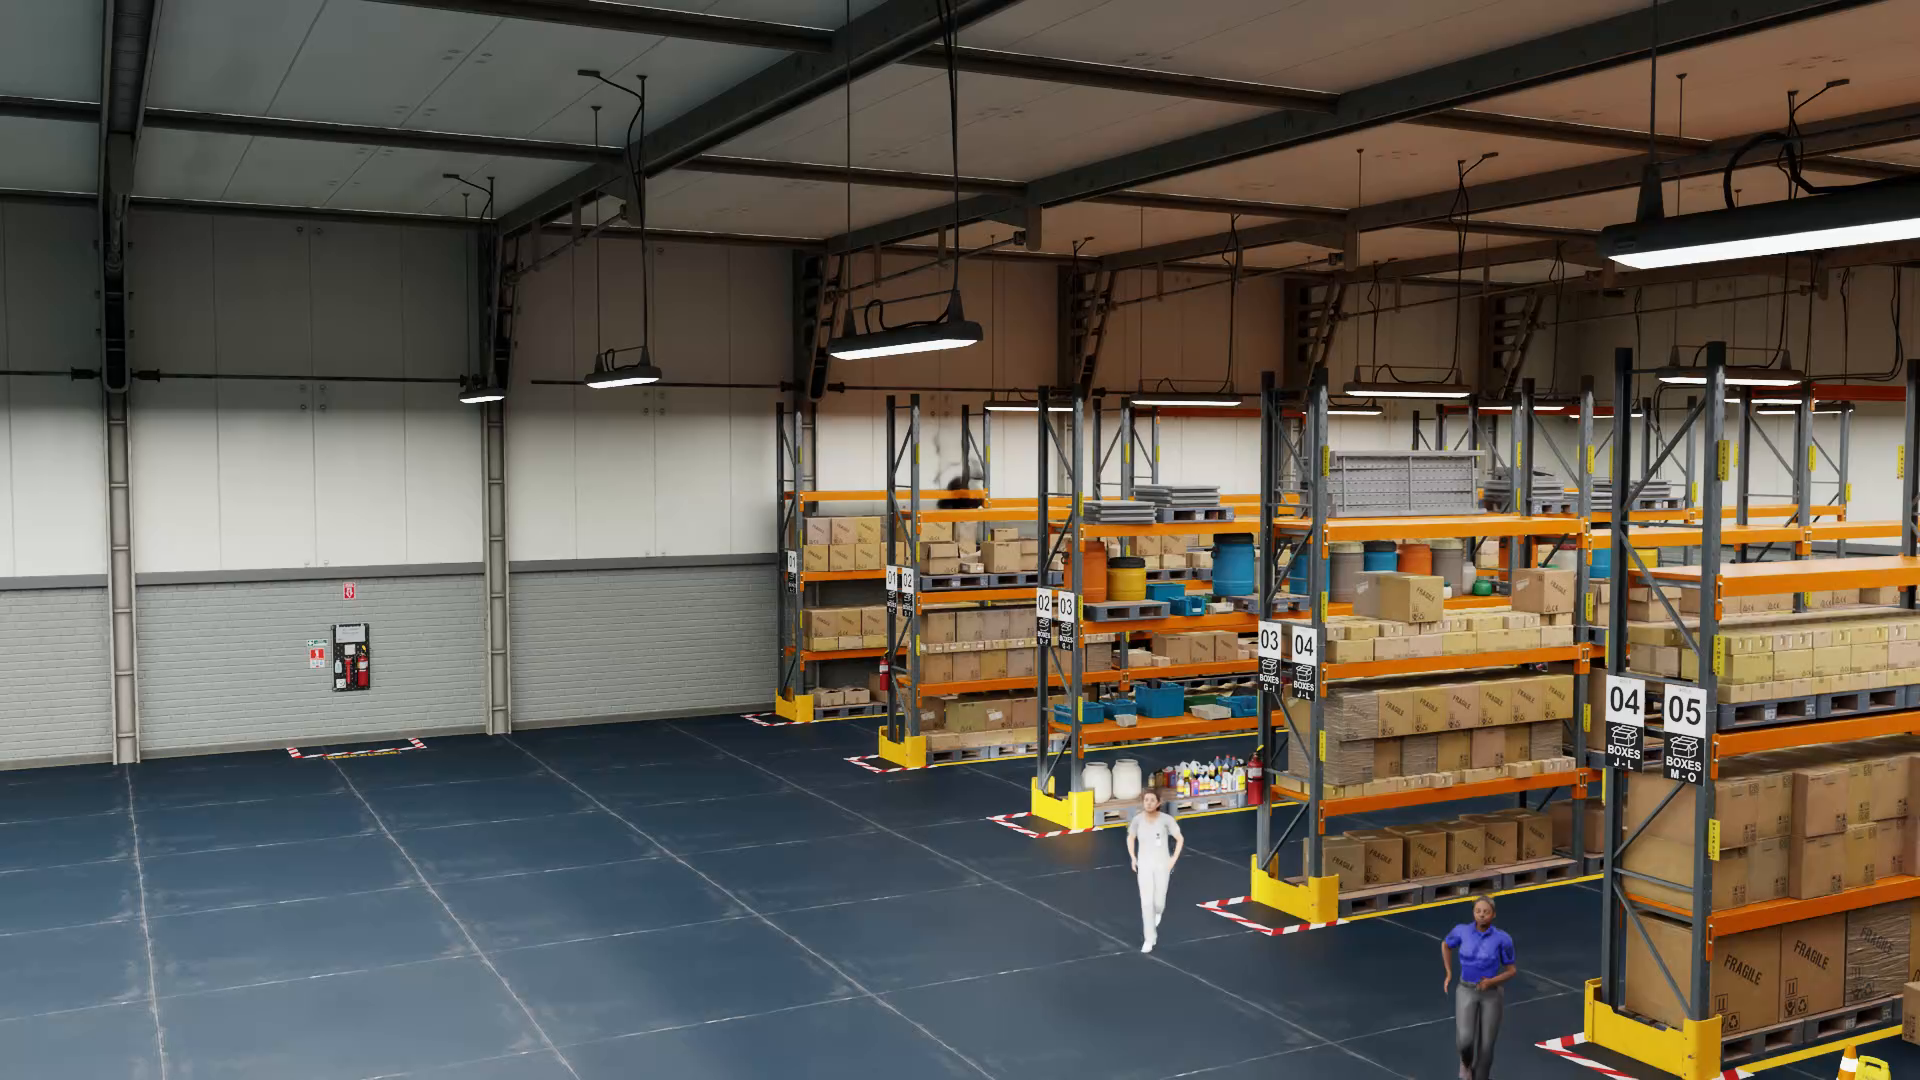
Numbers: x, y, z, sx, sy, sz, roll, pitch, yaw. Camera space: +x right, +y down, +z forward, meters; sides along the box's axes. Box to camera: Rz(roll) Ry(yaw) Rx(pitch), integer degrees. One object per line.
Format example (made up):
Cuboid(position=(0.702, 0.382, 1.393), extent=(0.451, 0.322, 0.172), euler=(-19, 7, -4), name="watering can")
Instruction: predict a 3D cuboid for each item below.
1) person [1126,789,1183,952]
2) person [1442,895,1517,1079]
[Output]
Cuboid(position=(2.022, 3.379, 17.236), extent=(0.585, 1.657, 0.651), euler=(1, 3, 15), name="person")
Cuboid(position=(4.071, 3.620, 13.089), extent=(0.579, 1.633, 0.567), euler=(1, 3, 20), name="person")
